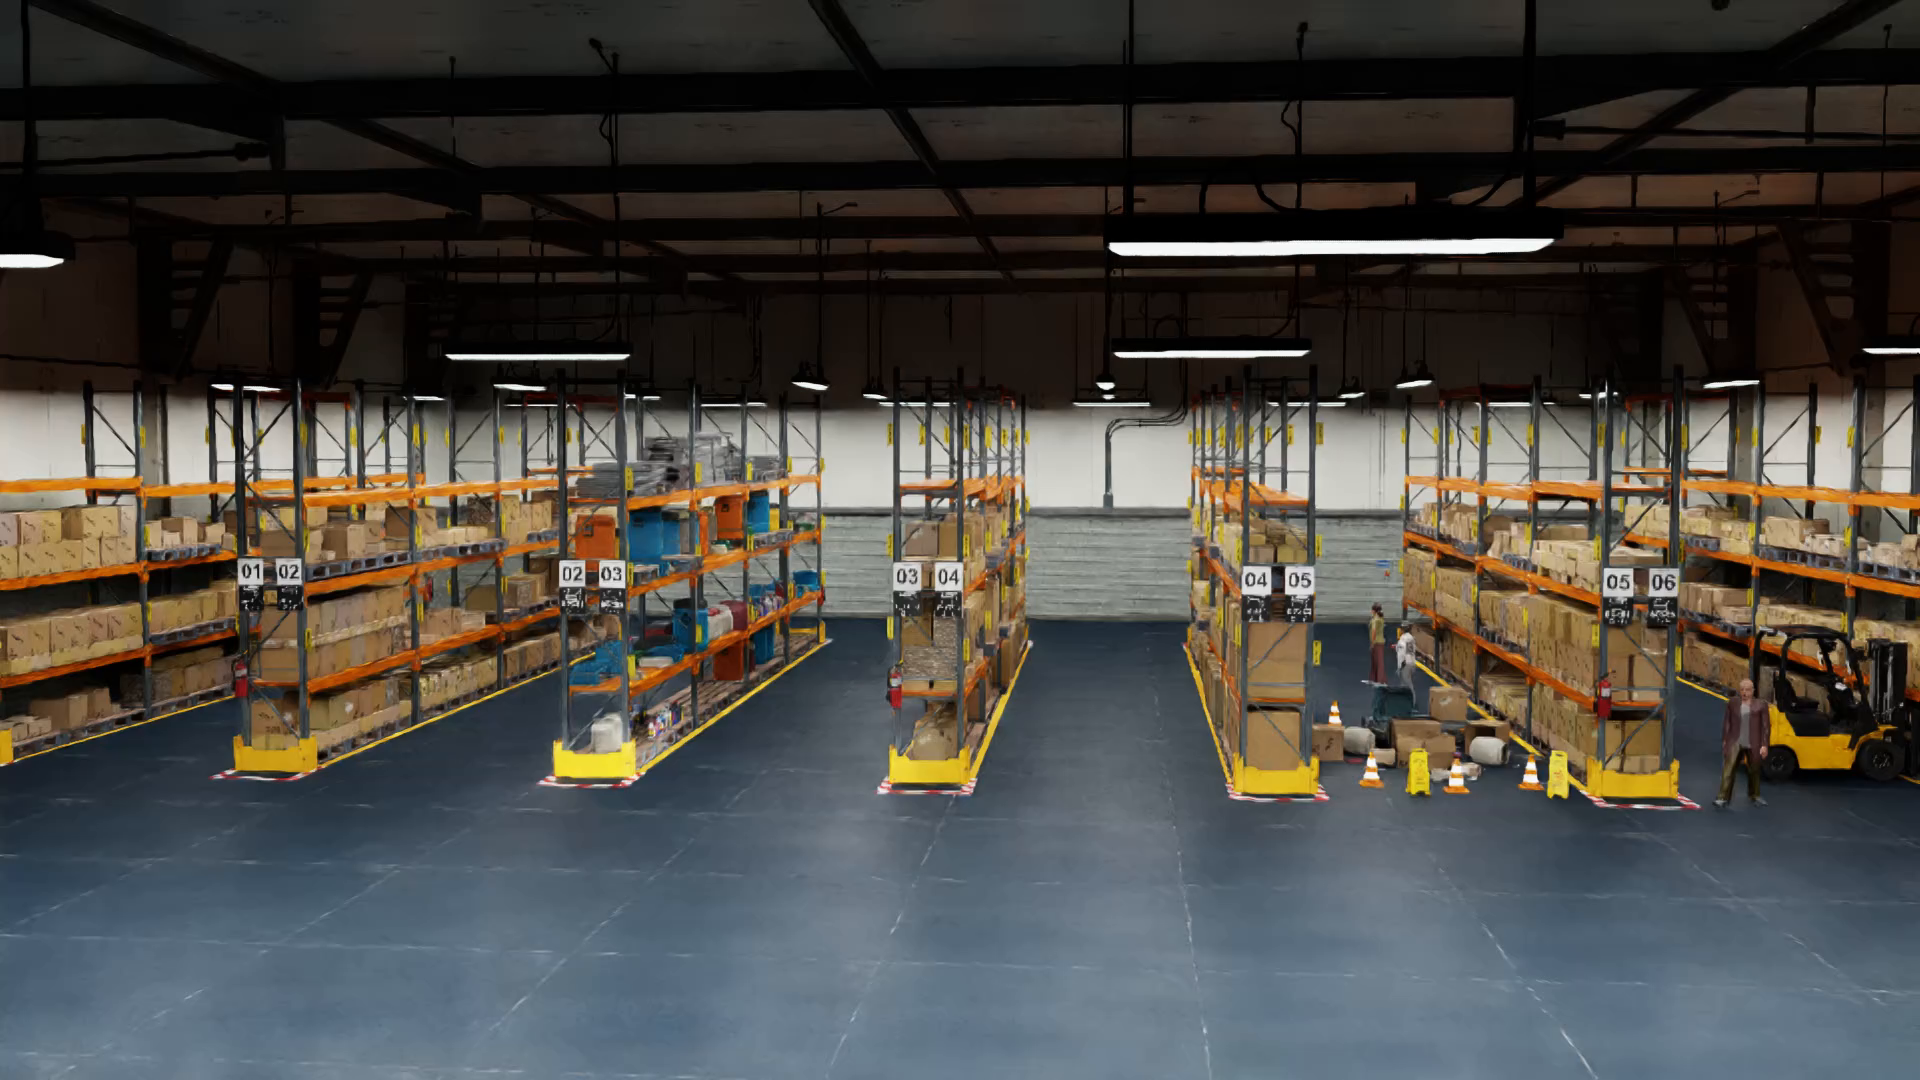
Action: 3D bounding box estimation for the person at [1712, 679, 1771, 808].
[{"bbox_3d":[10.536,2.730,22.343,0.634,1.738,0.951,2,4,32],"label":"person"}]

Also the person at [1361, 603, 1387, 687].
[{"bbox_3d":[8.308,2.084,33.295,0.575,1.665,0.572,2,4,29],"label":"person"}]

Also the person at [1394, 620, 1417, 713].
[{"bbox_3d":[8.054,2.284,30.126,0.538,1.665,0.572,2,4,32],"label":"person"}]

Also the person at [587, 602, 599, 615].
[{"bbox_3d":[-9.844,1.427,44.284,0.675,1.668,0.488,-3,5,-39],"label":"person"}]
